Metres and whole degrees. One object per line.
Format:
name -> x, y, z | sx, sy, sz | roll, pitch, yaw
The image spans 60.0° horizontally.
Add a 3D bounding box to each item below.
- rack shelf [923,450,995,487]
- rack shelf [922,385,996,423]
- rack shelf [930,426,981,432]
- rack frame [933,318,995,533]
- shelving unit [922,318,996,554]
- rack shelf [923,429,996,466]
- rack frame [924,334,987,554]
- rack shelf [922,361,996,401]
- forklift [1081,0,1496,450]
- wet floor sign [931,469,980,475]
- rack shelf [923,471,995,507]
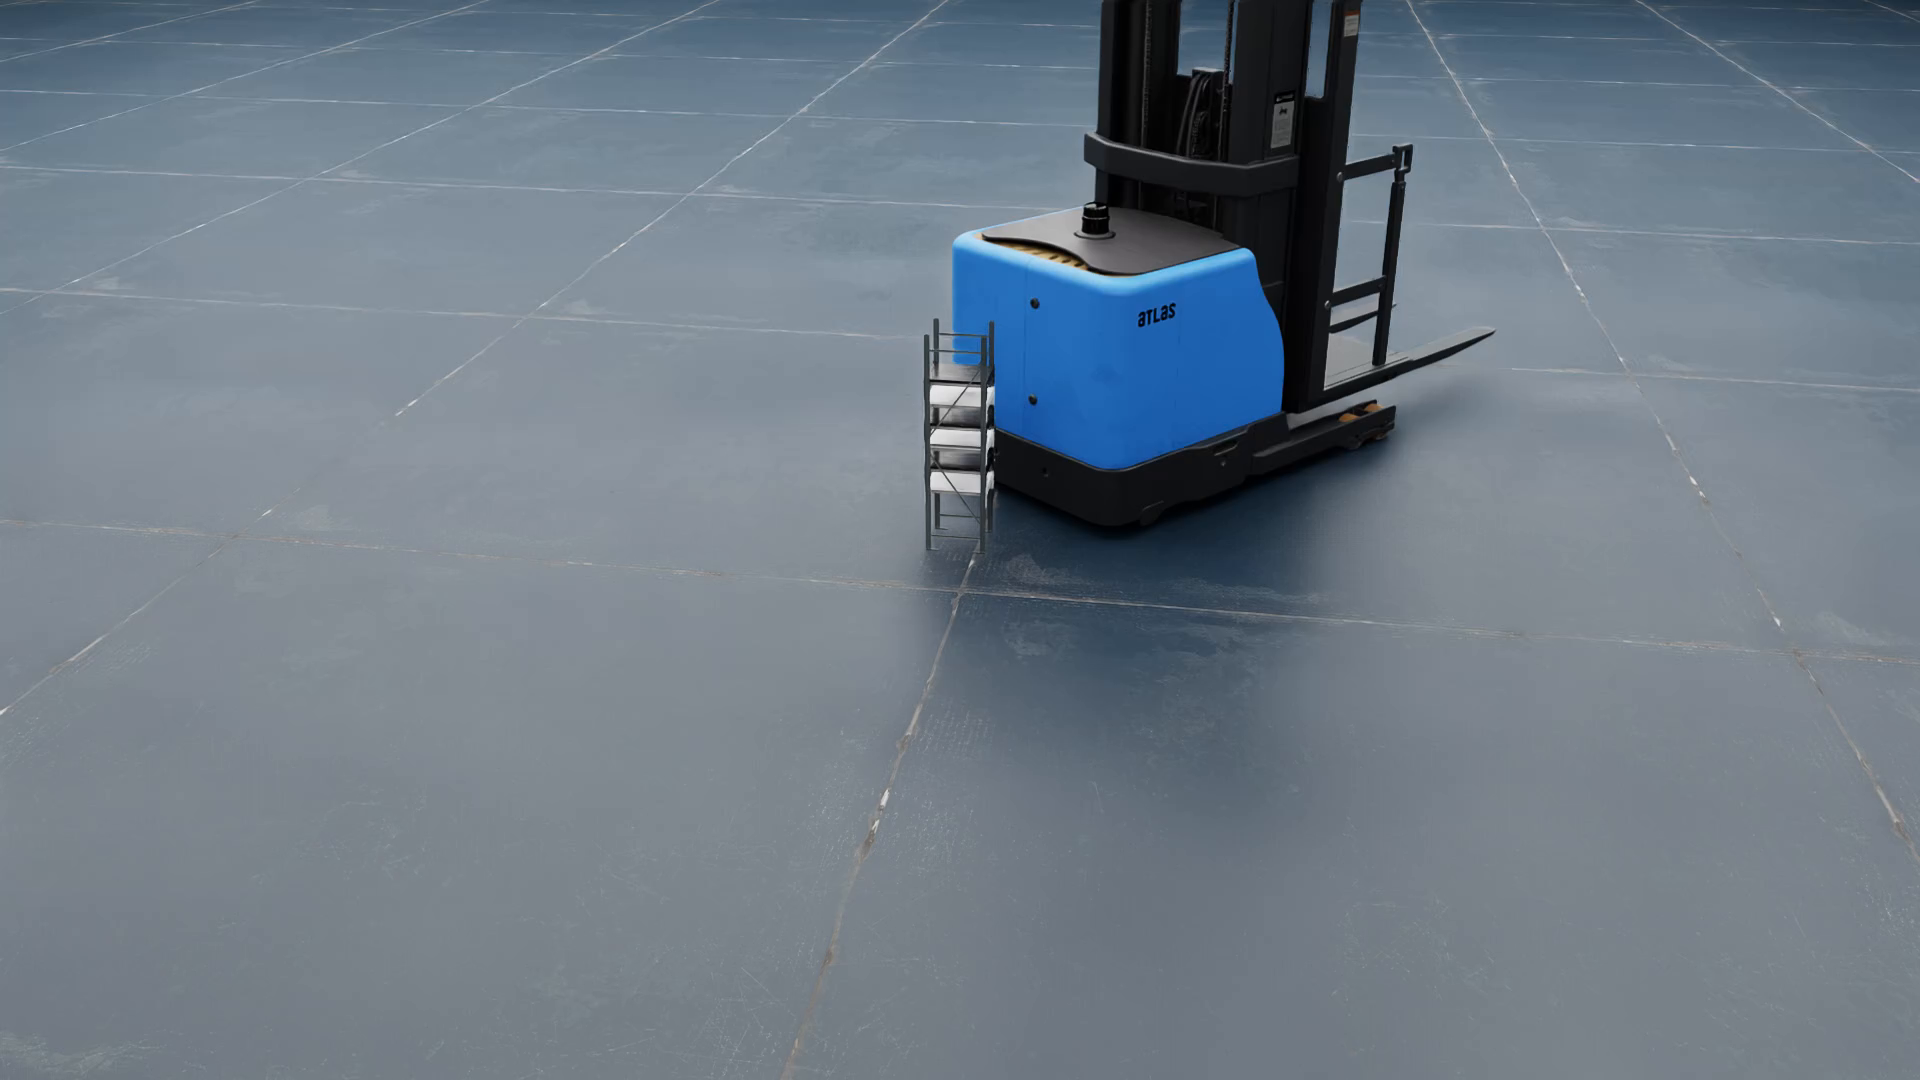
rack shelf -> -0.001, -0.292, 6.604 | 0.258, 0.077, 0.200 | 4, 25, 9
rack shelf -> -0.001, -0.537, 6.490 | 0.258, 0.077, 0.200 | 4, 25, 9
rack shelf -> -0.001, -0.469, 6.522 | 0.199, 0.015, 0.184 | 4, 25, 9
rack frame -> 0.015, -0.447, 6.643 | 0.240, 0.900, 0.006 | 4, 25, 9
shelving unit -> -0.001, -0.404, 6.552 | 0.258, 0.900, 0.210 | 4, 25, 9
rack shelf -> -0.001, -0.374, 6.566 | 0.258, 0.077, 0.200 | 4, 25, 9
rack frame -> -0.018, -0.362, 6.461 | 0.240, 0.900, 0.006 | 4, 25, 9
rack shelf -> -0.001, -0.619, 6.452 | 0.258, 0.077, 0.200 | 4, 25, 9
forklift -> 1.431, -1.873, 7.369 | 2.937, 2.867, 1.118 | -20, 32, -37
wet floor sign -> -6.032, 0.481, 4.962 | 8.976, 0.644, 9.326 | 13, 28, 26
rack shelf -> -0.001, -0.211, 6.642 | 0.258, 0.077, 0.200 | 4, 25, 9
